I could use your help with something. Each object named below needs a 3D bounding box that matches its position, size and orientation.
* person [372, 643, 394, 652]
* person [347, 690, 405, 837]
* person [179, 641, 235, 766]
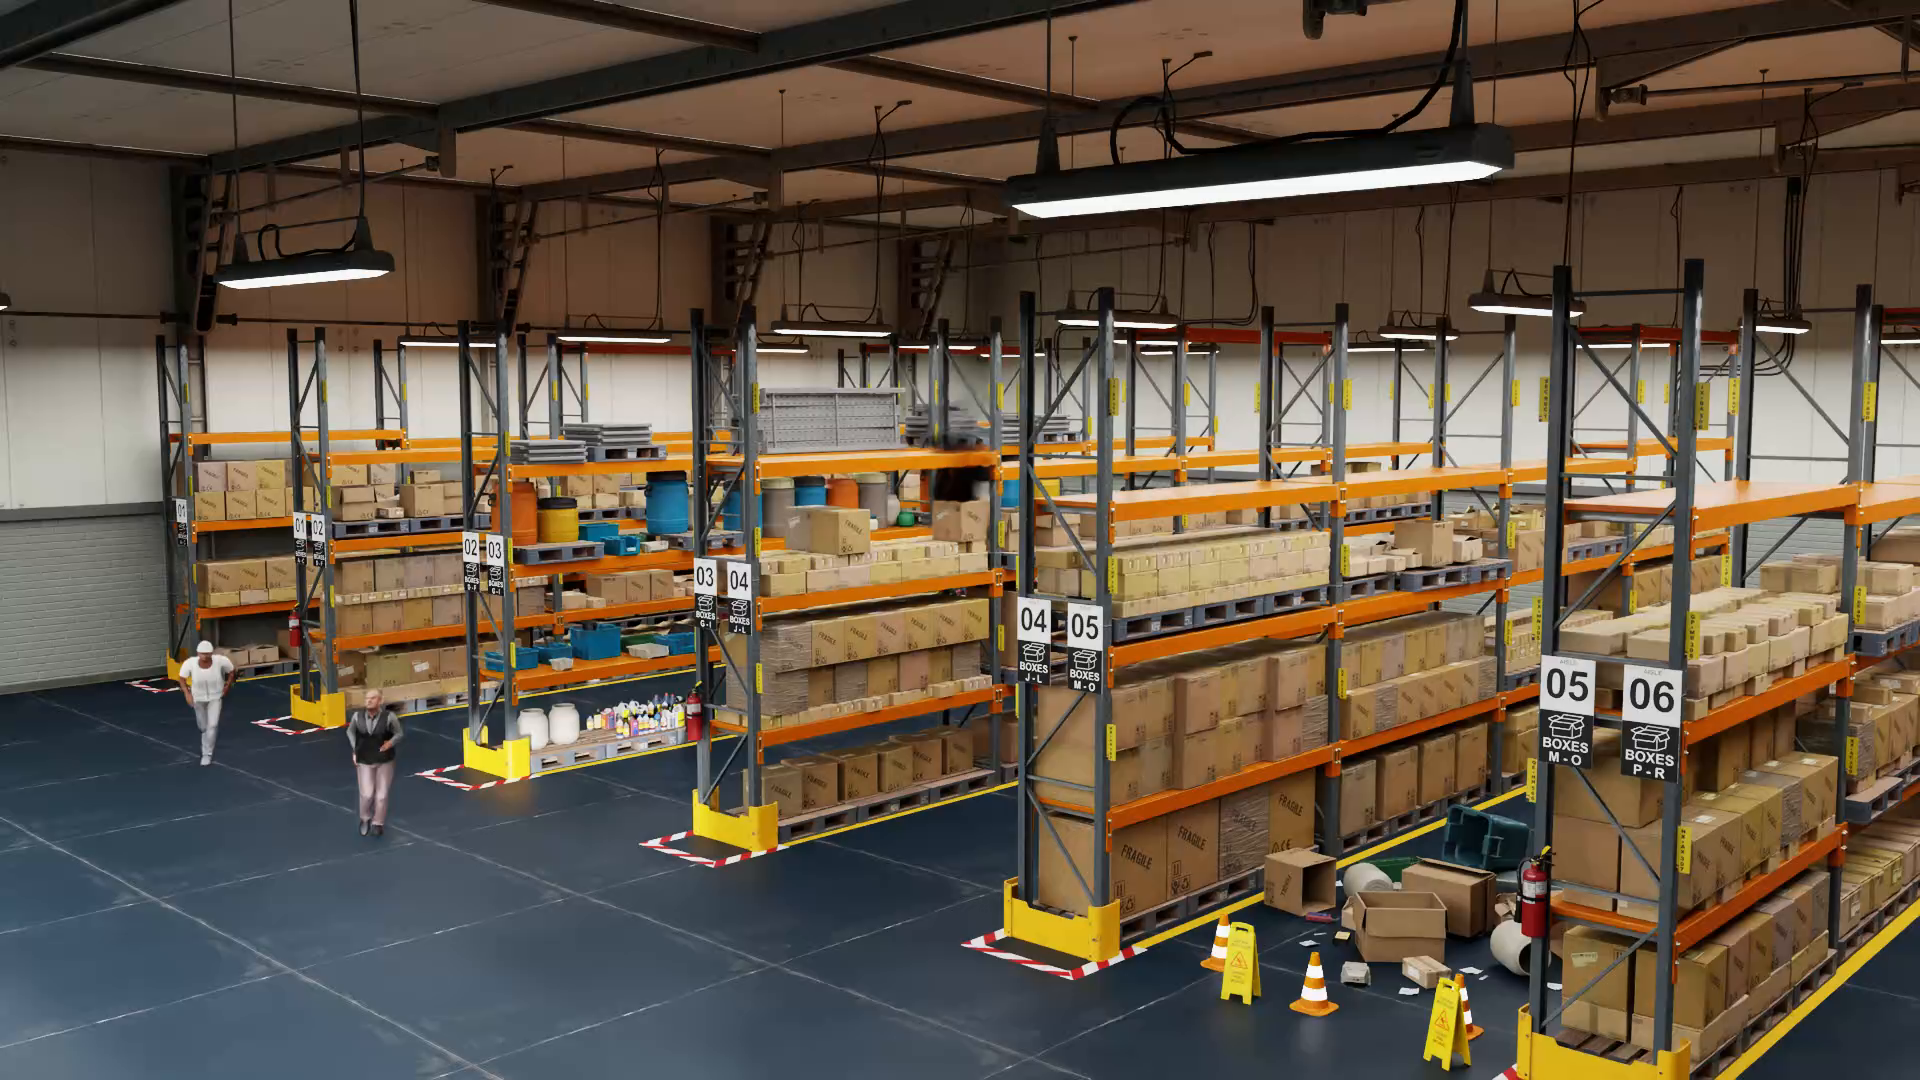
[{"bbox_3d":[-9.718,1.707,27.865,0.684,1.720,0.658,5,7,44],"label":"person"},{"bbox_3d":[-6.634,2.543,18.877,0.639,1.694,0.645,-1,6,-14],"label":"person"},{"bbox_3d":[-10.351,2.196,22.895,0.708,1.705,0.978,-3,6,-27],"label":"person"}]
